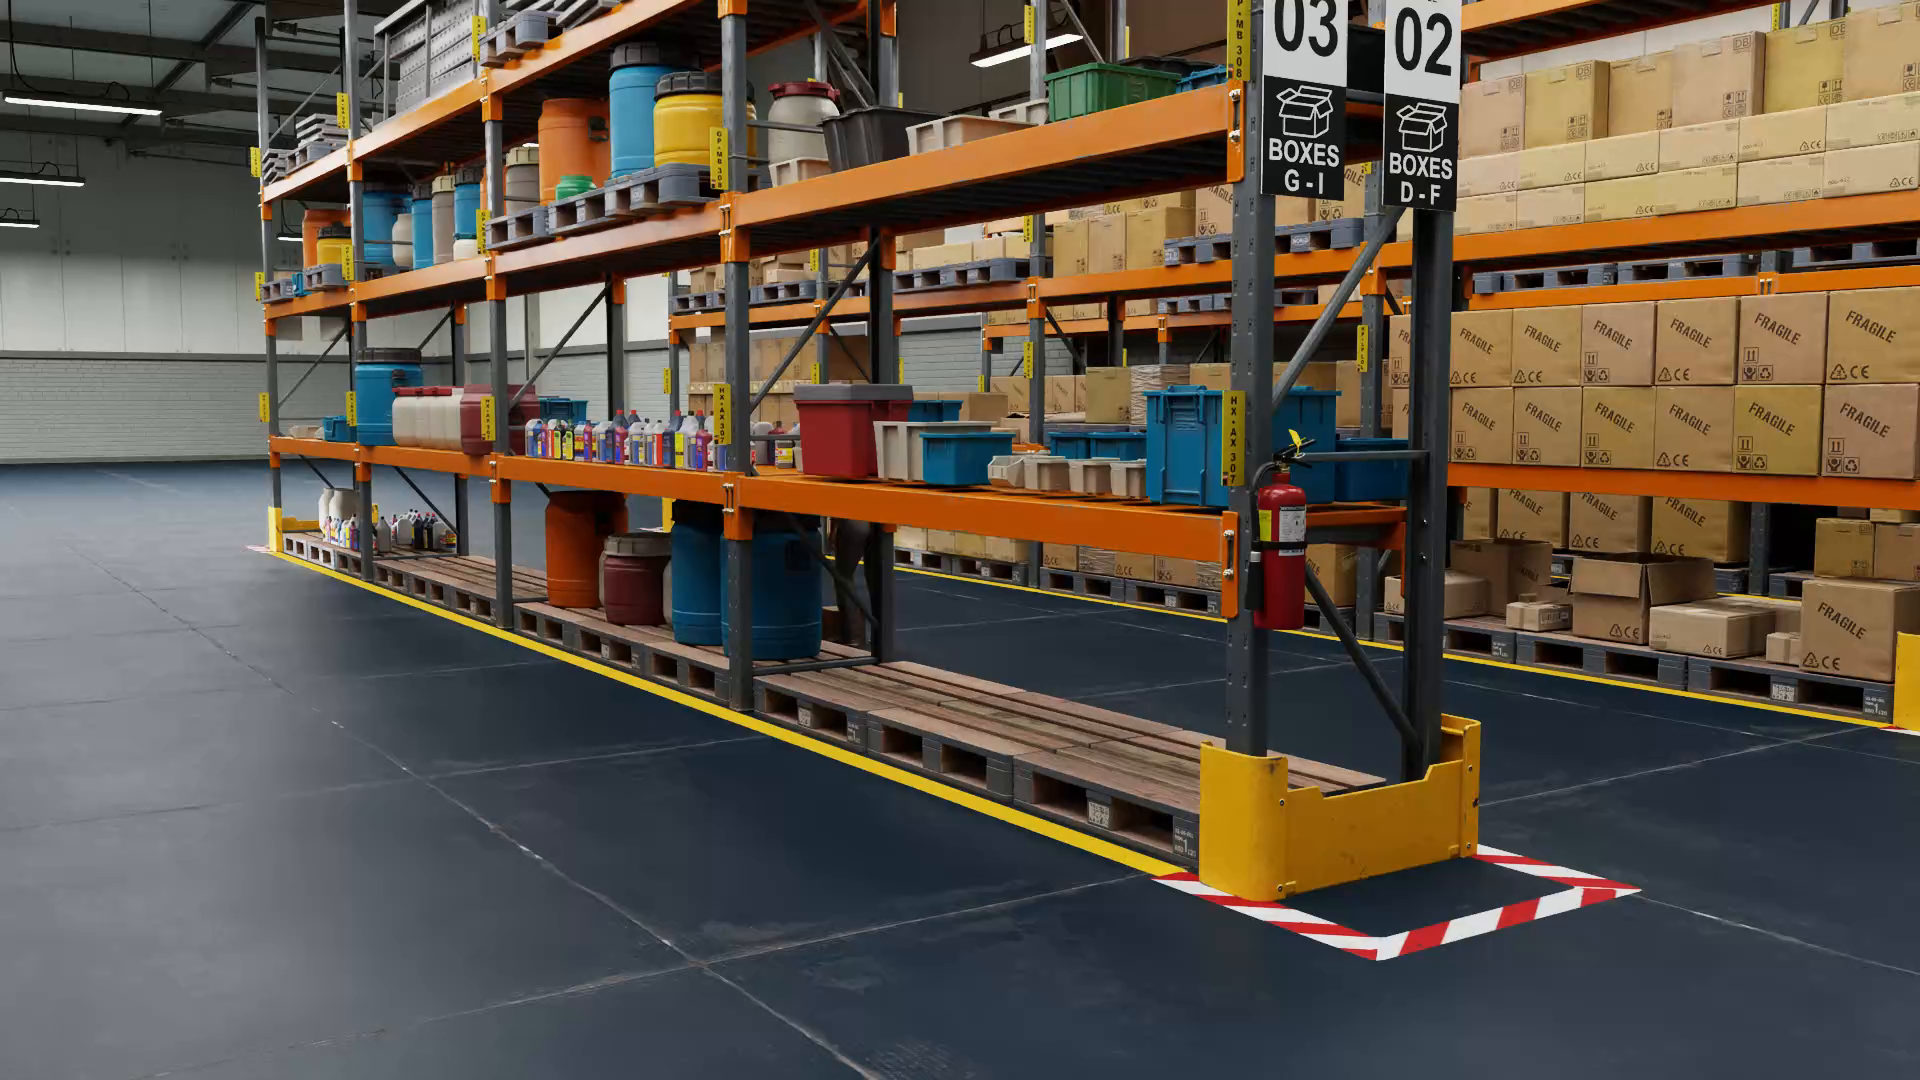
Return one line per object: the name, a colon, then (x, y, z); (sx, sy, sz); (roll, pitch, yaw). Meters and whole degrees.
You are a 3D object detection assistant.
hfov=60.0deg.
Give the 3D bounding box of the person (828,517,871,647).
person: (-0.708, -0.079, 11.564); (0.518, 1.653, 0.405); (-4, 6, -38)
